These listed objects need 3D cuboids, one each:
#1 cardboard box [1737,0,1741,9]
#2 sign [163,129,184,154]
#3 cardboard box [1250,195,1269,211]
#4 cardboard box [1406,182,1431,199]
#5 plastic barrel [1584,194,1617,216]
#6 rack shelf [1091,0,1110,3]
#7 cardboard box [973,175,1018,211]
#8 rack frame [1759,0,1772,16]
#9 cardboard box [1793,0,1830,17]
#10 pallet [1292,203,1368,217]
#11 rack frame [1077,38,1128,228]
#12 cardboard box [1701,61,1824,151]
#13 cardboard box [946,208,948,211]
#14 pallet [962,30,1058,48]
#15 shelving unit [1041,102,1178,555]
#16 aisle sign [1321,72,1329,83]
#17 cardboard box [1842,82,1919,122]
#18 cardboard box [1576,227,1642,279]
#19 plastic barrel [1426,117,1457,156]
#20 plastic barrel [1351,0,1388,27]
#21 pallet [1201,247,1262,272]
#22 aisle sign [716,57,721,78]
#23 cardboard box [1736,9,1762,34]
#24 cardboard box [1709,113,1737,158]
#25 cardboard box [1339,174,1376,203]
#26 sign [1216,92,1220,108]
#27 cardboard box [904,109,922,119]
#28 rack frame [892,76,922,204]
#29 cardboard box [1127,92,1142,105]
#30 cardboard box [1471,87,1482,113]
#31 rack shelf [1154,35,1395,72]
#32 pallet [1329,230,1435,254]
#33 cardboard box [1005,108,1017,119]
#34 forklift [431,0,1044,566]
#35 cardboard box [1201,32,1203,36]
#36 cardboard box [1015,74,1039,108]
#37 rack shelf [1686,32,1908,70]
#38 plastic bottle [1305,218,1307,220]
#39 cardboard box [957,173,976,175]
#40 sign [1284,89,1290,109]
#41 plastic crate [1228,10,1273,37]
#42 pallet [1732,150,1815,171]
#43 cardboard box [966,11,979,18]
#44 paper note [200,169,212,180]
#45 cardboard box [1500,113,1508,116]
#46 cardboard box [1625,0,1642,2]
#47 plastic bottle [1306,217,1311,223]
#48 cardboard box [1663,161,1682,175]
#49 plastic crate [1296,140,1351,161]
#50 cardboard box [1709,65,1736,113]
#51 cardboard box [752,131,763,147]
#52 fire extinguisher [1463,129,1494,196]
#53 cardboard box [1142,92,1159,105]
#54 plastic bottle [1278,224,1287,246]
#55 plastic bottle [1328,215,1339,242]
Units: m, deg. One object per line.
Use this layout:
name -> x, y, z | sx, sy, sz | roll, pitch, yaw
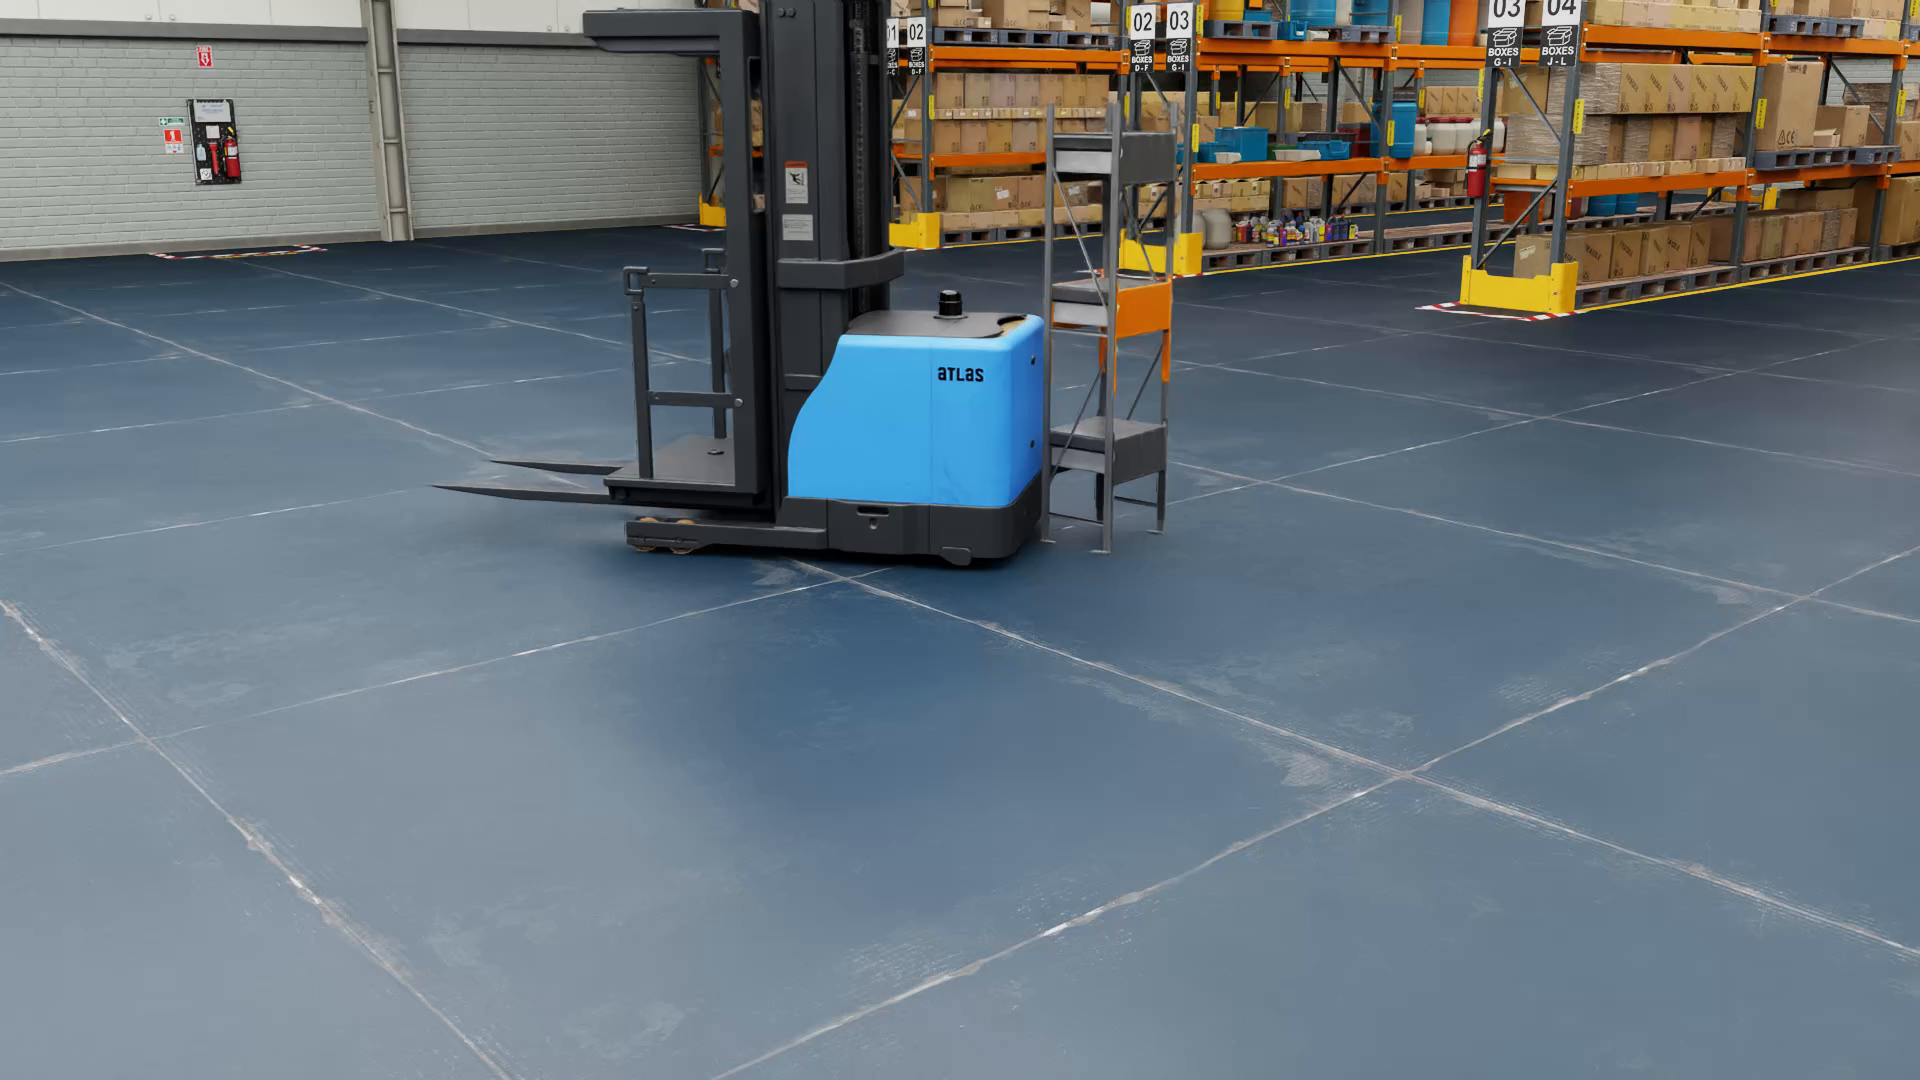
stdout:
cardboard box -> 8.435, -5.969, 18.491 | 0.250, 0.149, 0.380 | -12, 19, -39
sign -> -10.961, -5.557, 23.173 | 0.234, 0.329, 0.001 | -13, 19, -39
cardboard box -> 5.032, -5.884, 28.978 | 0.500, 0.250, 0.500 | -12, 19, -38
cardboard box -> 8.745, -6.766, 32.125 | 0.500, 0.311, 0.500 | -13, 19, -39
plastic barrel -> 10.580, -5.839, 27.548 | 0.708, 0.901, 0.600 | -13, 19, -39
rack shelf -> 3.523, -10.806, 33.436 | 4.000, 0.370, 1.077 | -13, 19, -39
cardboard box -> 0.529, -5.247, 25.142 | 0.500, 0.500, 0.500 | -13, 19, -39
rack frame -> 8.752, -7.437, 18.656 | 0.127, 3.000, 1.000 | -13, 19, -39
cardboard box -> 9.881, -6.461, 19.799 | 0.637, 0.503, 0.797 | -12, 19, -37
pallet -> 6.777, -6.123, 30.765 | 1.213, 0.211, 1.003 | -13, 19, -39
rack frame -> 2.252, -6.468, 26.652 | 0.127, 3.000, 1.000 | -13, 19, -39
cardboard box -> 9.443, -5.139, 19.700 | 1.000, 1.000, 1.000 | -12, 19, -39
cardboard box -> -0.186, -4.900, 25.297 | 0.500, 0.250, 0.500 | -13, 19, -39
pallet -> 0.705, -7.519, 24.947 | 1.213, 0.211, 1.003 | -13, 19, -39
shelving unit -> 0.713, -1.023, 8.012 | 0.431, 2.100, 0.503 | 12, 19, 37
aisle sign -> 8.301, -10.674, 37.362 | 0.004, 0.787, 0.394 | -13, 19, -39
cardboard box -> 12.331, -5.870, 22.276 | 0.637, 0.503, 0.797 | -12, 19, -38
cardboard box -> 7.129, -3.169, 18.333 | 0.500, 0.500, 0.500 | -10, 18, -34
plastic barrel -> 6.919, -5.812, 23.934 | 0.433, 0.535, 0.433 | 0, 15, 0
plastic barrel -> 5.741, -7.323, 23.069 | 0.708, 0.901, 0.600 | -13, 19, -39
pallet -> 3.126, -3.637, 21.457 | 1.213, 0.211, 1.003 | -13, 19, -39
aisle sign -> -3.878, -7.940, 27.124 | 0.004, 0.787, 0.394 | -13, 19, -39
cardboard box -> 8.579, -5.788, 18.583 | 0.500, 0.250, 0.500 | -12, 19, -37
cardboard box -> 8.372, -4.667, 19.138 | 0.500, 0.500, 0.875 | -13, 19, -39
cardboard box -> 7.345, -6.522, 30.845 | 0.500, 0.500, 0.500 | -12, 19, -39
sign -> 5.396, -9.204, 34.805 | 0.005, 0.325, 0.100 | -13, 19, -39
cardboard box -> -0.603, -6.254, 24.400 | 0.250, 0.149, 0.380 | -13, 20, -40
rack frame -> -1.003, -7.432, 30.260 | 0.127, 3.000, 1.000 | -13, 19, -39
cardboard box -> 3.306, -8.877, 33.408 | 0.500, 0.250, 0.500 | -12, 19, -39
cardboard box -> 9.993, -8.642, 32.659 | 0.500, 0.500, 0.500 | -12, 19, -38
rack shelf -> 3.992, -6.266, 21.477 | 4.000, 0.370, 1.077 | -13, 19, -39
pallet -> 6.067, -4.296, 23.926 | 1.213, 0.211, 1.003 | -13, 19, -39
cardboard box -> 0.642, -6.395, 24.929 | 0.250, 0.149, 0.380 | -13, 20, -40
forklift -> -1.133, -1.475, 8.091 | 3.031, 2.935, 1.130 | 3, 15, 12
cardboard box -> 3.734, -8.360, 27.398 | 0.500, 0.250, 0.500 | 14, 20, 42
cardboard box -> 0.785, -6.812, 25.231 | 0.500, 0.500, 0.700 | -13, 19, -39
rack shelf -> 10.260, -5.979, 20.404 | 4.000, 0.370, 1.077 | -13, 19, -39
plastic bottle -> 4.746, -4.371, 23.227 | 0.135, 0.276, 0.152 | -12, 19, -37
cardboard box -> -0.102, -6.662, 31.369 | 0.500, 0.500, 0.700 | -13, 20, -40
sign -> 5.636, -7.598, 28.637 | 0.005, 0.325, 0.100 | -13, 19, -39
plastic crate -> 3.724, -6.649, 21.547 | 0.575, 0.384, 0.392 | -13, 19, -39
pallet -> 9.424, -4.547, 19.833 | 1.213, 0.211, 1.003 | -13, 19, -39
cardboard box -> -0.070, -7.684, 24.598 | 0.500, 0.250, 0.500 | -13, 19, -39
paper note -> -10.655, -5.171, 23.505 | 0.142, 0.148, 0.016 | -13, 19, -39
cardboard box -> 10.756, -8.332, 33.436 | 0.500, 0.500, 0.500 | -12, 19, -39
cardboard box -> 6.715, -5.556, 16.945 | 0.250, 0.149, 0.380 | -12, 19, -37
plastic bottle -> 4.817, -4.354, 23.149 | 0.133, 0.283, 0.061 | -13, 19, -39
cardboard box -> 7.641, -4.073, 18.171 | 0.250, 0.149, 0.380 | -13, 19, -39
plastic crate -> 4.844, -5.191, 22.159 | 0.616, 0.251, 0.499 | -13, 19, -39
cardboard box -> 8.216, -4.999, 18.446 | 0.500, 0.500, 0.500 | -13, 19, -39
cardboard box -> -3.444, -6.712, 27.818 | 0.500, 0.250, 0.500 | -13, 20, -41
fire extinguisher -> 5.345, -3.894, 17.166 | 0.183, 0.674, 0.296 | -13, 19, -39
cardboard box -> 3.687, -8.964, 33.736 | 0.500, 0.250, 0.500 | -13, 20, -40
plastic bottle -> 4.238, -4.007, 21.850 | 0.133, 0.283, 0.061 | -12, 19, -38
plastic bottle -> 5.059, -4.238, 22.585 | 0.185, 0.351, 0.144 | -14, 20, -42
